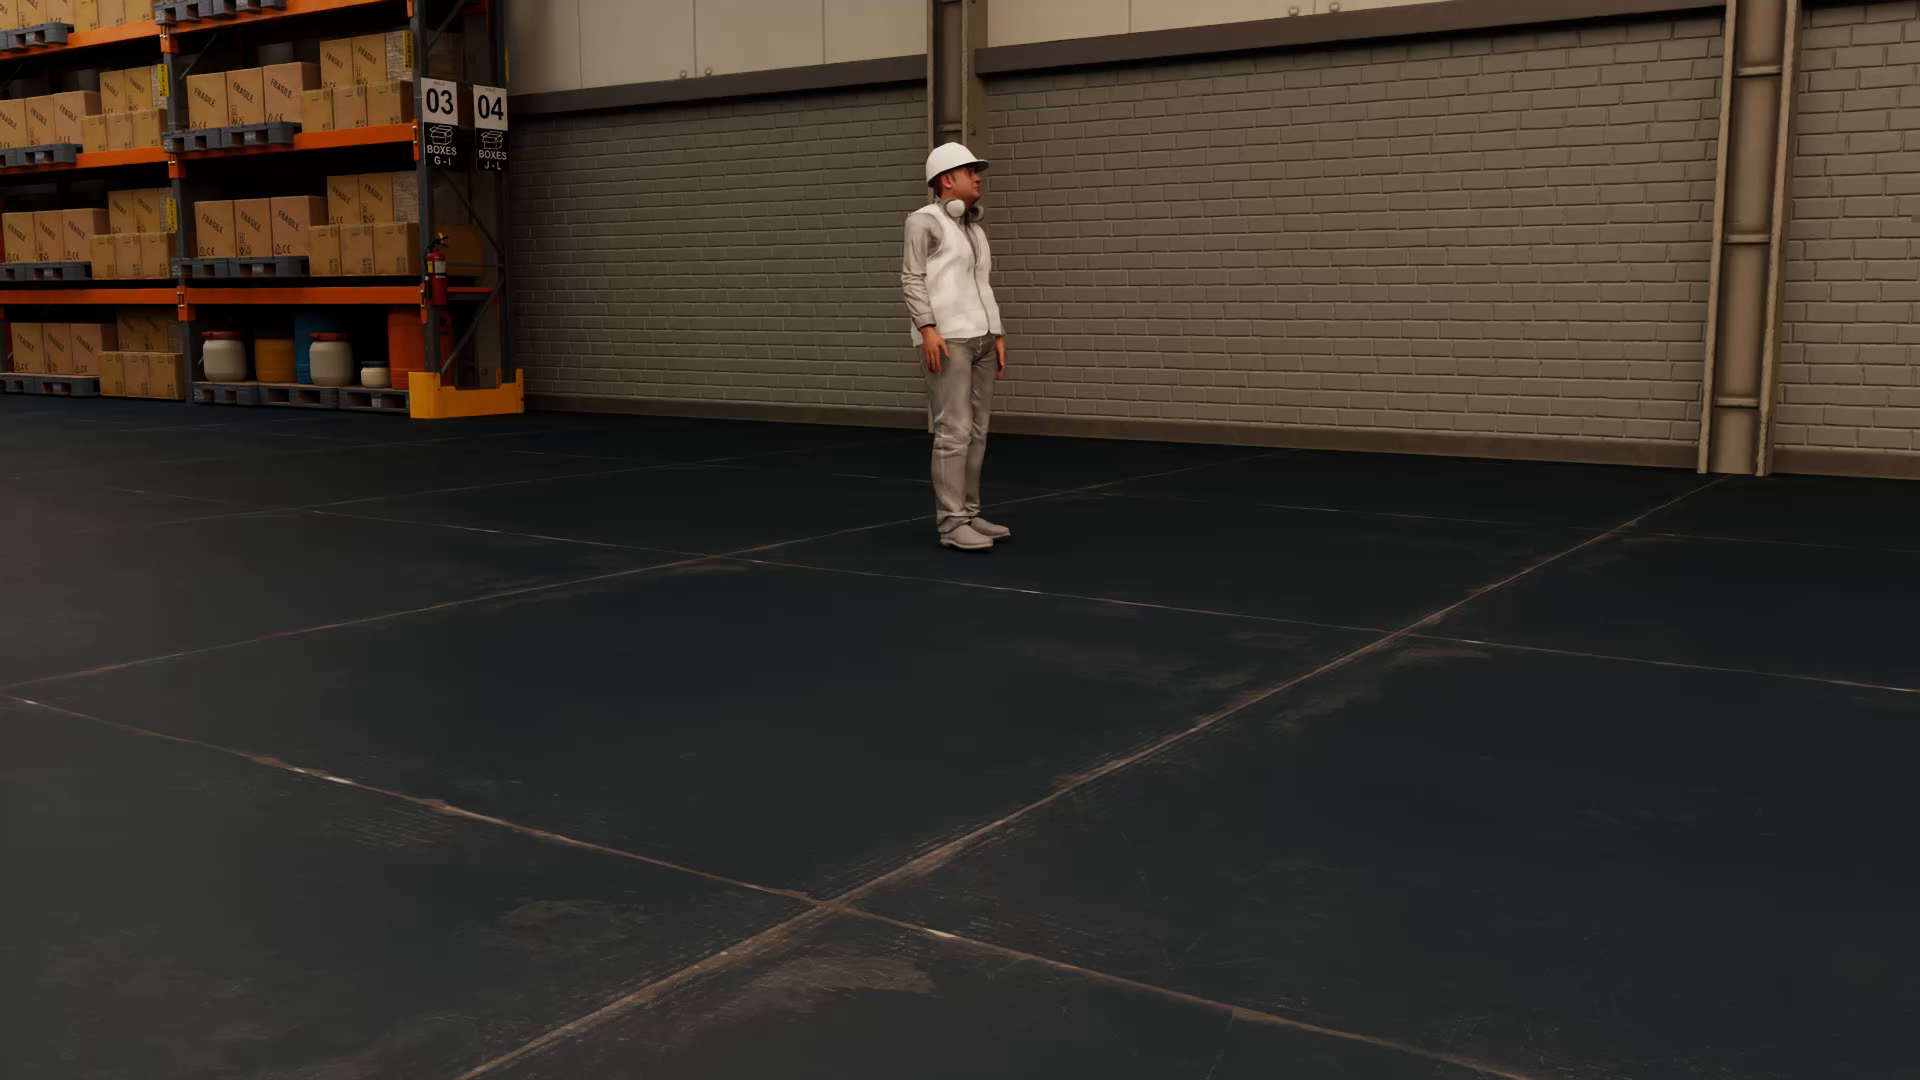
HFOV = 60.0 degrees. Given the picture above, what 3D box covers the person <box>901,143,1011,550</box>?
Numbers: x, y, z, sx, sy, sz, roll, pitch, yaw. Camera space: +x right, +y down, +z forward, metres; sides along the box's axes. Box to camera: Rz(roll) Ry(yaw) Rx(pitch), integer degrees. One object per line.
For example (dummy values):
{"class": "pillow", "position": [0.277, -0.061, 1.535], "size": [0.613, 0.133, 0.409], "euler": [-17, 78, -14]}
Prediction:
{"class": "person", "position": [0.044, -0.877, 7.434], "size": [0.568, 1.768, 0.624], "euler": [5, 10, 34]}
